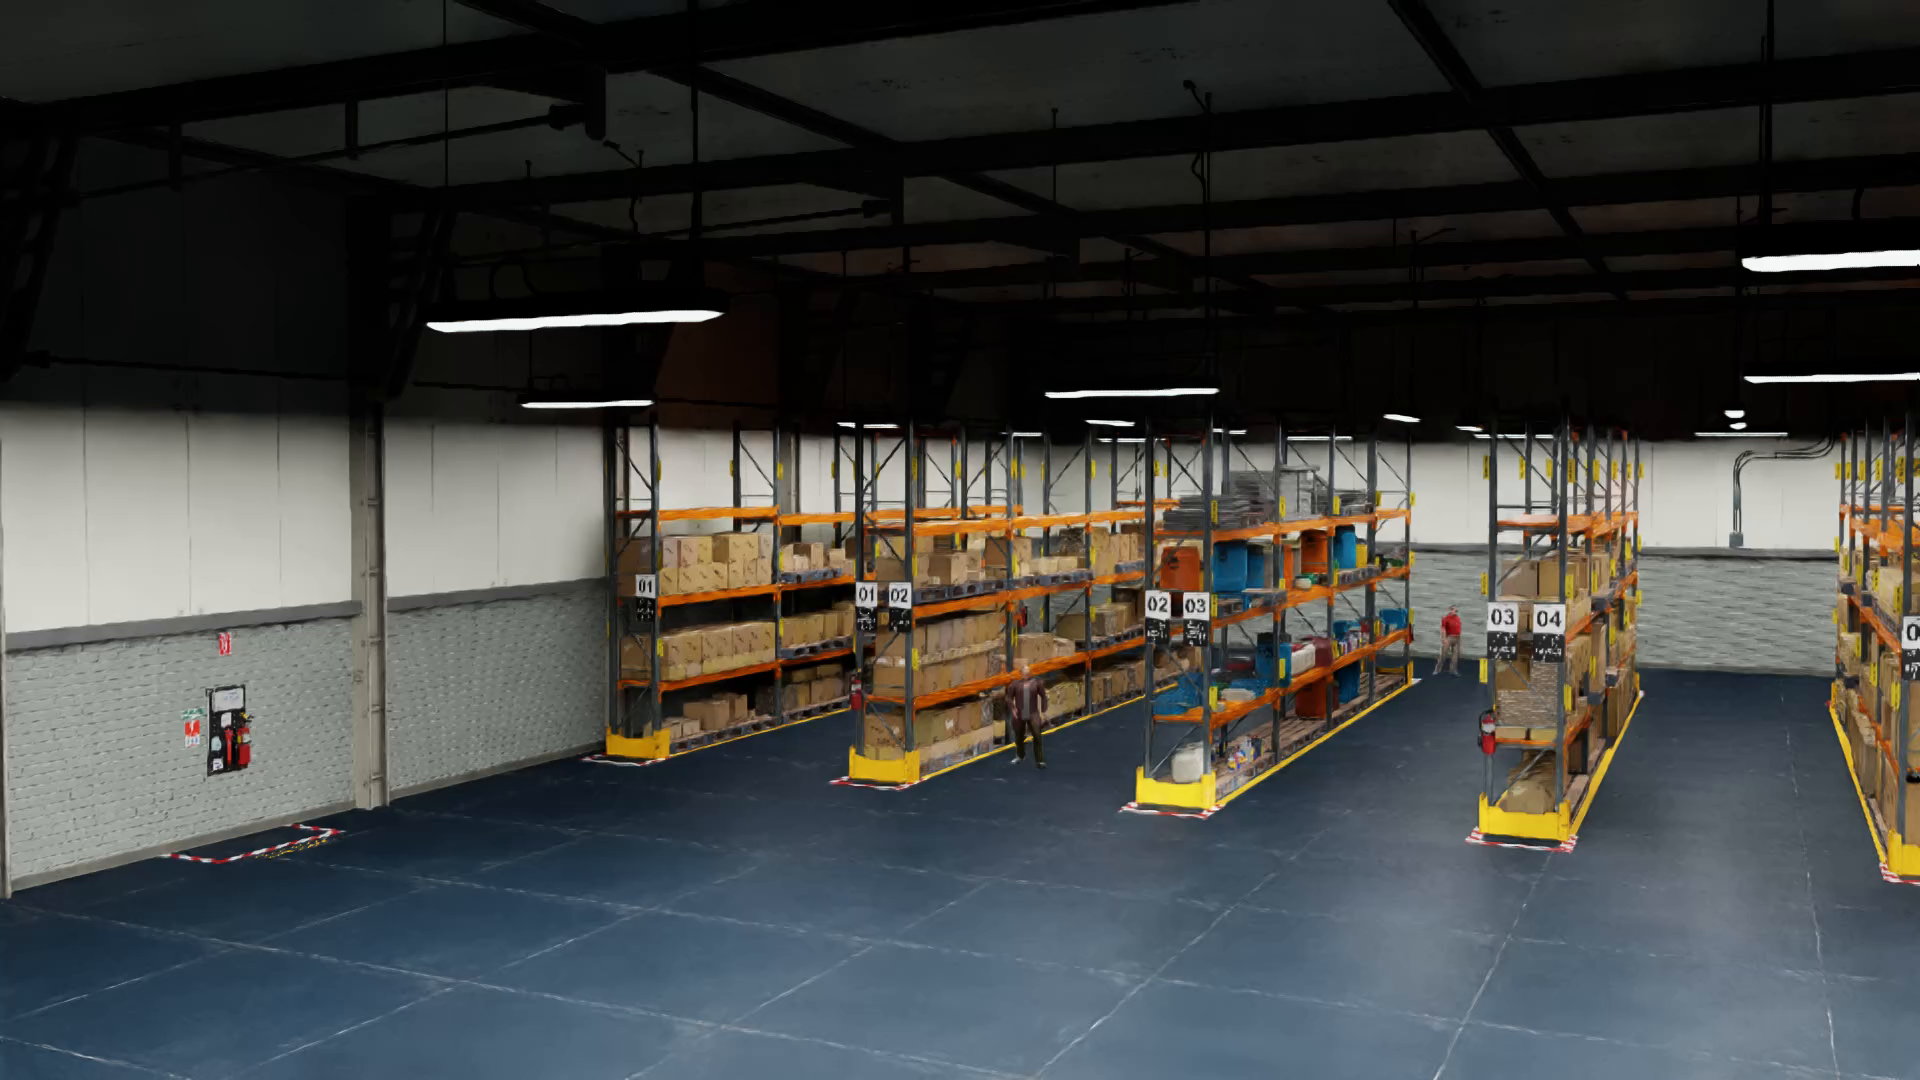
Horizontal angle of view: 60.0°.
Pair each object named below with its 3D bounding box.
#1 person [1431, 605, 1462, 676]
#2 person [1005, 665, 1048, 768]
[{"bbox_3d":[11.867,2.440,40.561,0.720,1.722,0.506,-1,3,-18],"label":"person"},{"bbox_3d":[1.137,2.955,28.026,0.737,1.714,0.888,0,2,8],"label":"person"}]
